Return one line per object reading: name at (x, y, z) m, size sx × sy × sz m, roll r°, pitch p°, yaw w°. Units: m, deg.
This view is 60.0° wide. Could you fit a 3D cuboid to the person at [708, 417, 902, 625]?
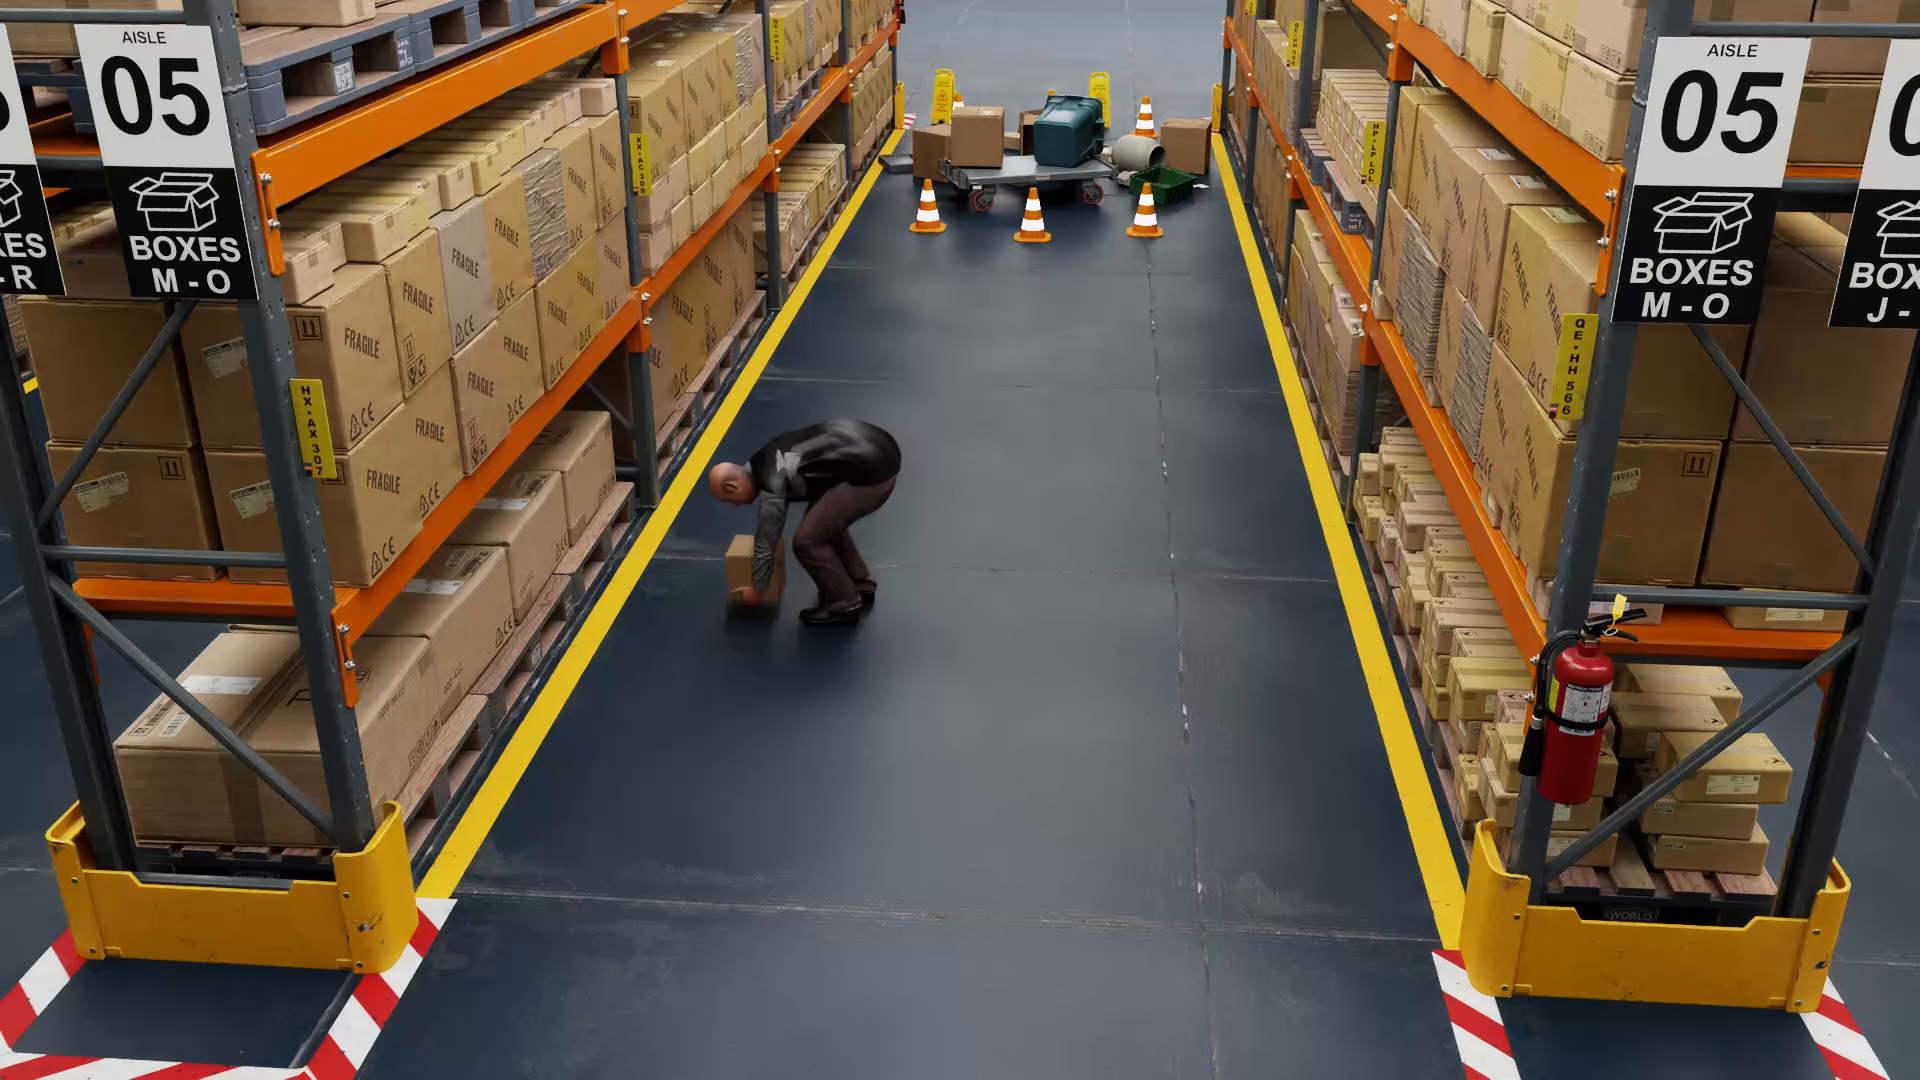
person at (-0.760, -0.107, 8.226) m, size 0.948 × 1.015 × 0.490 m, roll 1°, pitch 24°, yaw 1°
